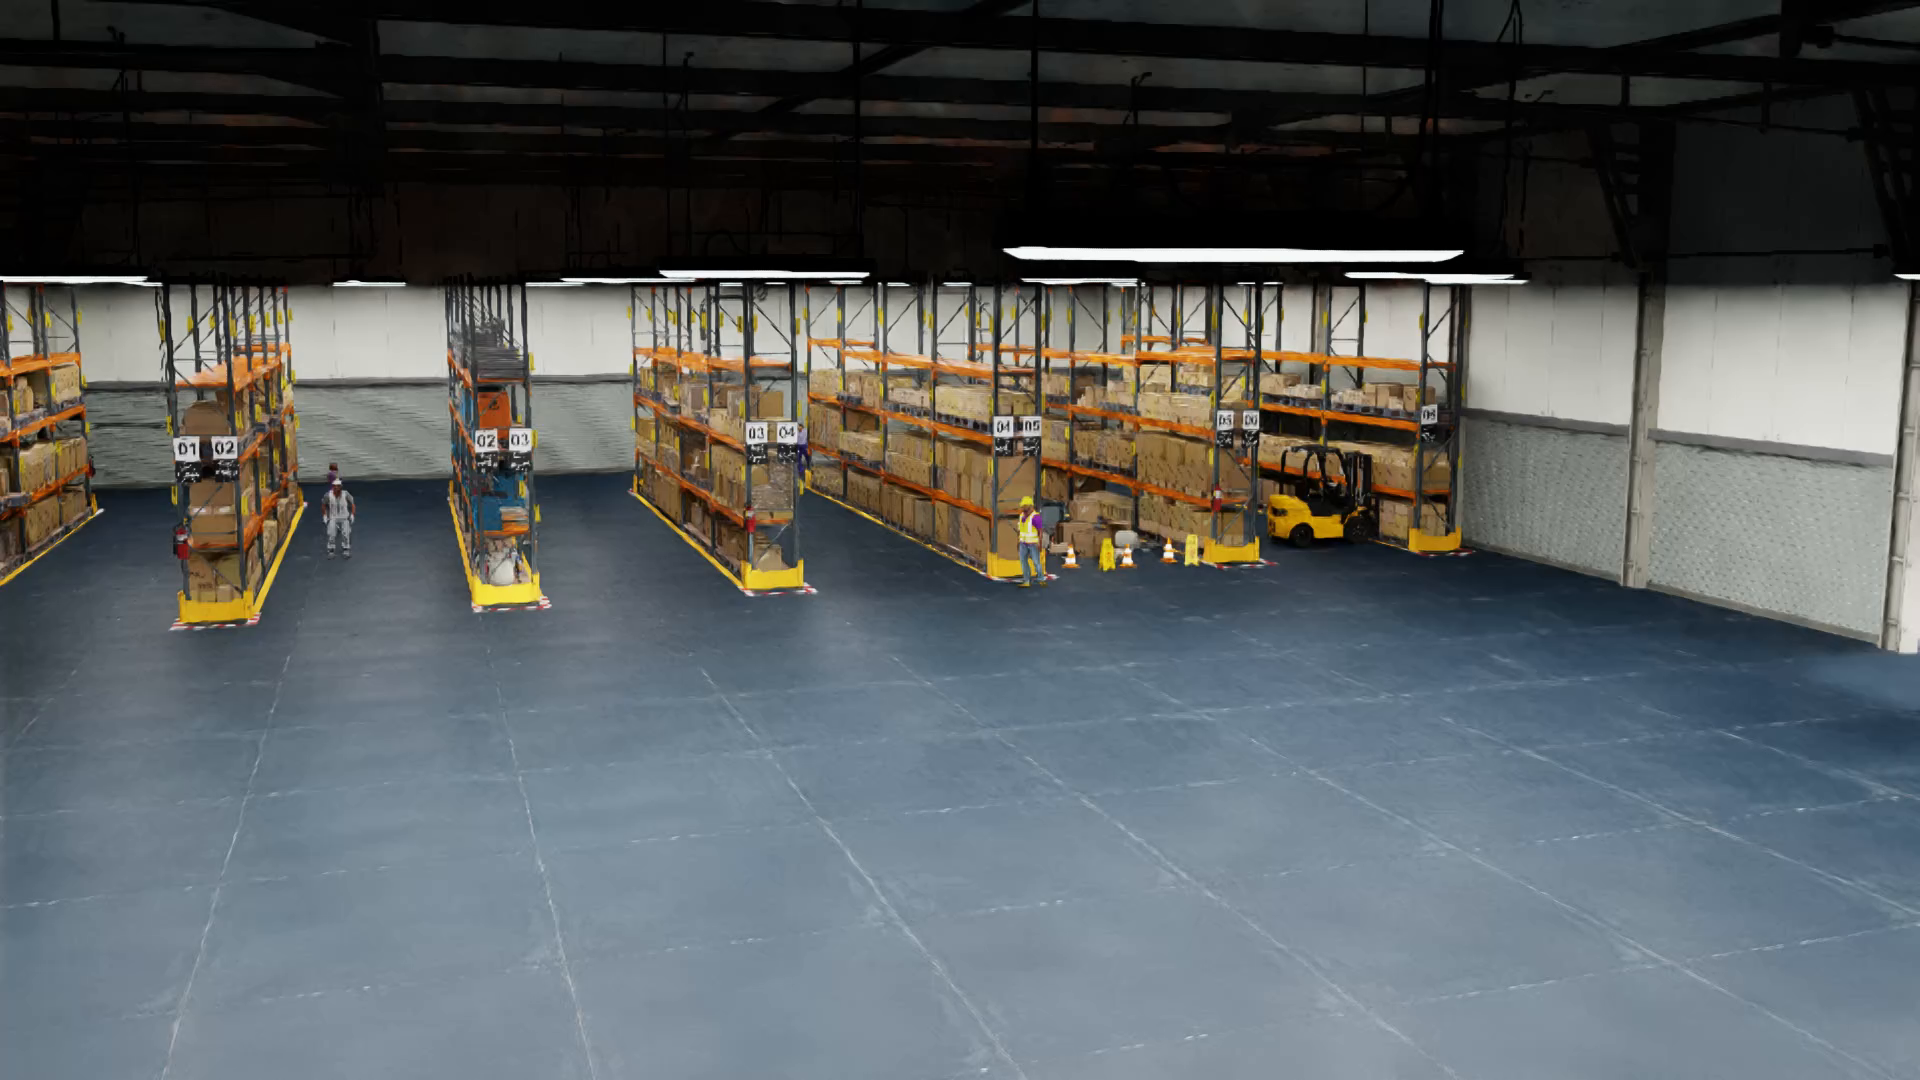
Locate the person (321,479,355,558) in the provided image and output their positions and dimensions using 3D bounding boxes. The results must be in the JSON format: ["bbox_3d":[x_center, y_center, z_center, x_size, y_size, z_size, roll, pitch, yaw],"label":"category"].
[{"bbox_3d":[-13.212,-0.452,35.358,0.677,1.742,0.552,-3,9,-20],"label":"person"}]

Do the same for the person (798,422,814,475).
[{"bbox_3d":[-4.831,-2.845,51.509,0.530,1.634,0.575,5,10,31],"label":"person"}]

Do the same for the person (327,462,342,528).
[{"bbox_3d":[-14.964,-1.086,39.882,0.465,1.598,0.401,7,11,39],"label":"person"}]

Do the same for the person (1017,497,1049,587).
[{"bbox_3d":[1.375,0.036,32.092,0.658,1.759,0.540,8,12,43],"label":"person"}]

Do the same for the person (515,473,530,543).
[{"bbox_3d":[-9.816,-0.699,37.340,0.358,1.594,0.578,1,9,6],"label":"person"}]
